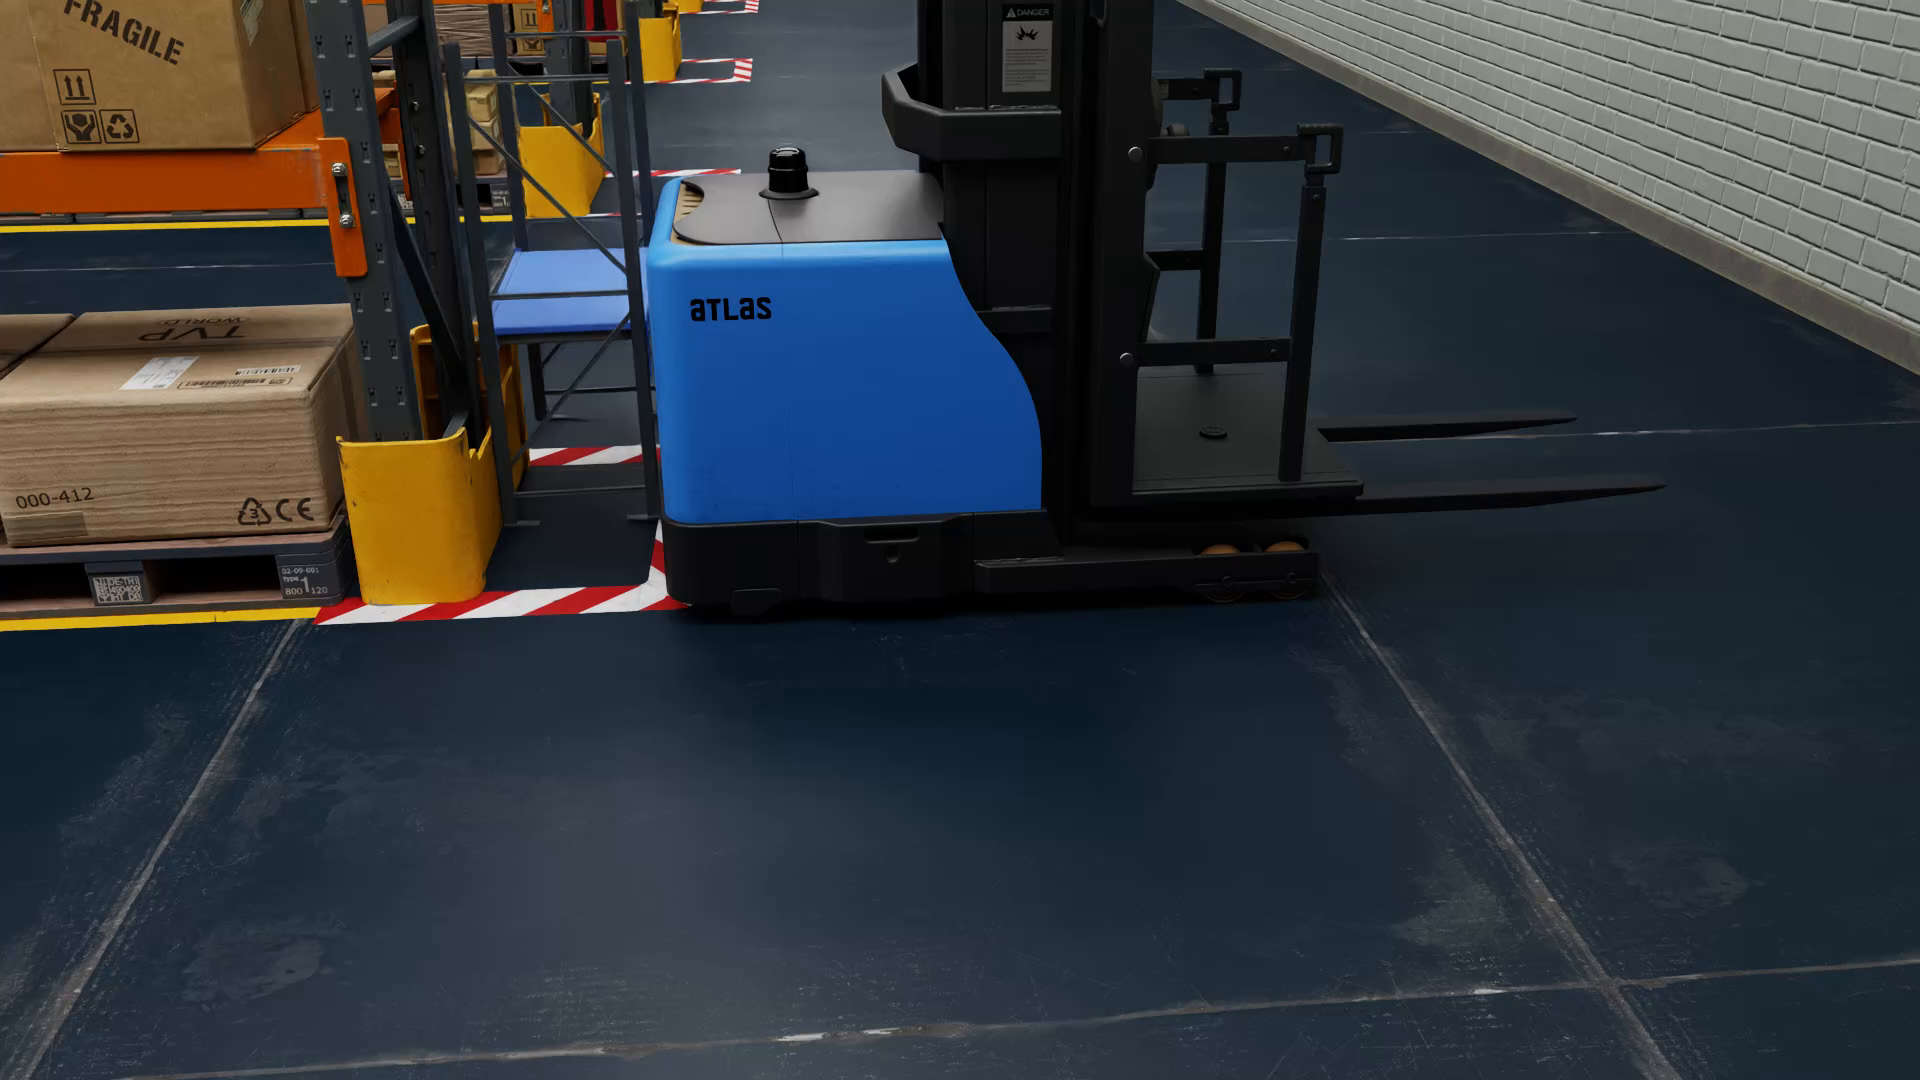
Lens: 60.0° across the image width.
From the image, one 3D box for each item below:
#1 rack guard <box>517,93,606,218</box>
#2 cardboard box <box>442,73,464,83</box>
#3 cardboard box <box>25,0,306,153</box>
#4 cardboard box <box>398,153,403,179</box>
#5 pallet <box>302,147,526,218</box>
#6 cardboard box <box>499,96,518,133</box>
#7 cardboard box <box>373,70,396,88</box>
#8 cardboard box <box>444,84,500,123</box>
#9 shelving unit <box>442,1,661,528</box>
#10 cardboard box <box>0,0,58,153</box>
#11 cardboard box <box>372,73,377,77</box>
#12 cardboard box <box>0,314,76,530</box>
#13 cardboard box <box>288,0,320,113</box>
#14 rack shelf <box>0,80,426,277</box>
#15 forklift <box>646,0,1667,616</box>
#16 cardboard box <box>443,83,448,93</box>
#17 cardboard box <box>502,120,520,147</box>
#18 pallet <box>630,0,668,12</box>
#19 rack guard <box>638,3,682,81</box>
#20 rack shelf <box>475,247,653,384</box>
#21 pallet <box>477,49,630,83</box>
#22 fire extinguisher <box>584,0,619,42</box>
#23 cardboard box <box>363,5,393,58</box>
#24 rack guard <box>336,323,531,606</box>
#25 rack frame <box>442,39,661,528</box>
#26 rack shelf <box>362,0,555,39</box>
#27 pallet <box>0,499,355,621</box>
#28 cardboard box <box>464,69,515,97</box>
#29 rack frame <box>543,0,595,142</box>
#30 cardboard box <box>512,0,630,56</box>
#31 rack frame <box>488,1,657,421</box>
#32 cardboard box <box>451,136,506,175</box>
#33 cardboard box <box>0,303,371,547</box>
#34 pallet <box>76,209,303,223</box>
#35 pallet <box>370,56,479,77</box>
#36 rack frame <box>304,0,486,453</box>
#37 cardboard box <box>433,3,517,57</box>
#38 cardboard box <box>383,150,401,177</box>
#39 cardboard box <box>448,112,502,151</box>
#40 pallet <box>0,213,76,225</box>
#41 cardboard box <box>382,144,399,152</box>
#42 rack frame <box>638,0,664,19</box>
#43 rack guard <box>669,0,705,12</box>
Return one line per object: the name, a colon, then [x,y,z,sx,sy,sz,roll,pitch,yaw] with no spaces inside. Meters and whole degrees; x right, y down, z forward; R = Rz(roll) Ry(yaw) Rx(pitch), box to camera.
rack guard: [-2.318,-2.271,9.743,0.348,0.500,1.175,-2,24,-5]
cardboard box: [-3.059,-2.634,9.743,0.250,0.149,0.380,-2,24,-4]
cardboard box: [-2.109,-1.338,4.445,0.500,0.500,0.500,-2,24,-5]
cardboard box: [-2.991,-2.148,9.383,0.250,0.149,0.380,-2,24,-4]
pallet: [-3.130,-2.120,9.761,1.213,0.211,1.003,-2,24,-5]
cardboard box: [-2.789,-2.524,9.862,0.250,0.149,0.380,-1,24,-3]
cardboard box: [-3.323,-2.675,9.836,0.250,0.149,0.380,-2,24,-5]
cardboard box: [-2.744,-2.453,9.337,0.250,0.149,0.380,-2,24,-5]
shelving unit: [-1.290,-0.950,5.537,0.538,1.500,1.048,-3,24,-7]
cardboard box: [-2.610,-1.325,4.414,0.500,0.500,0.500,-3,24,-6]
cardboard box: [-3.561,-2.632,9.739,0.250,0.149,0.380,-3,24,-8]
cardboard box: [-3.212,-0.333,4.945,0.875,0.438,0.875,-2,24,-4]
cardboard box: [-2.161,-1.562,4.947,0.500,0.500,0.500,-2,24,-6]
rack shelf: [-3.645,-1.010,4.716,4.000,0.370,1.077,-2,24,-5]
forklift: [0.620,-1.368,4.719,3.031,2.935,1.130,-3,24,-6]
cardboard box: [-3.000,-2.466,9.366,0.250,0.149,0.380,-2,24,-4]
cardboard box: [-2.795,-2.413,9.980,0.250,0.149,0.380,-2,24,-4]
pallet: [-3.940,-6.135,18.793,1.213,0.211,1.003,-2,24,-5]
rack guard: [-2.605,-4.283,14.271,0.348,0.500,1.175,-2,24,-5]
rack shelf: [-1.289,-0.785,5.610,0.538,0.185,1.000,-3,24,-7]
pallet: [-3.417,-4.087,14.185,1.213,0.211,1.003,-2,24,-5]
fire extinguisher: [-1.946,-3.034,8.936,0.183,0.674,0.296,-2,24,-5]
cardboard box: [-5.049,-4.516,13.816,0.875,0.875,0.875,-2,24,-5]
rack guard: [-1.631,-0.278,5.259,0.348,0.500,1.175,-2,24,-5]
rack frame: [-1.223,-0.745,5.077,0.500,1.500,0.032,-3,24,-7]
rack shelf: [-4.232,-3.007,9.208,4.000,0.370,1.077,-2,24,-5]
pallet: [-2.443,-0.081,5.173,1.213,0.211,1.003,-2,24,-5]
cardboard box: [-2.797,-2.693,9.877,0.250,0.149,0.380,-3,24,-8]
rack frame: [-2.242,-3.416,9.242,0.127,3.000,1.000,-2,24,-5]
cardboard box: [-3.258,-4.588,13.977,0.875,0.875,0.875,-2,24,-5]
rack frame: [-1.356,-1.154,5.998,0.500,1.500,0.032,-3,24,-7]
cardboard box: [-2.745,-2.200,9.499,0.250,0.149,0.380,-2,24,-4]
cardboard box: [-2.302,-0.373,5.034,0.875,0.438,0.875,-3,24,-7]
pallet: [-4.341,-2.073,9.654,1.213,0.211,1.003,-2,24,-5]
pallet: [-4.628,-4.039,14.078,1.213,0.211,1.003,-2,24,-5]
rack frame: [-1.655,-1.419,4.749,0.127,3.000,1.000,-2,24,-5]
cardboard box: [-4.164,-4.551,13.896,0.875,0.875,0.875,-2,24,-5]
cardboard box: [-3.263,-2.173,9.438,0.250,0.149,0.380,-2,24,-5]
cardboard box: [-2.739,-2.304,9.368,0.250,0.149,0.380,-3,24,-7]
pallet: [-5.558,-2.023,9.541,1.213,0.211,1.003,-2,24,-5]
cardboard box: [-3.256,-2.283,9.320,0.250,0.149,0.380,-3,24,-7]
rack frame: [-2.629,-5.425,13.761,0.127,3.000,1.000,-2,24,-5]
rack guard: [-3.093,-6.291,18.787,0.348,0.500,1.175,-2,24,-5]
